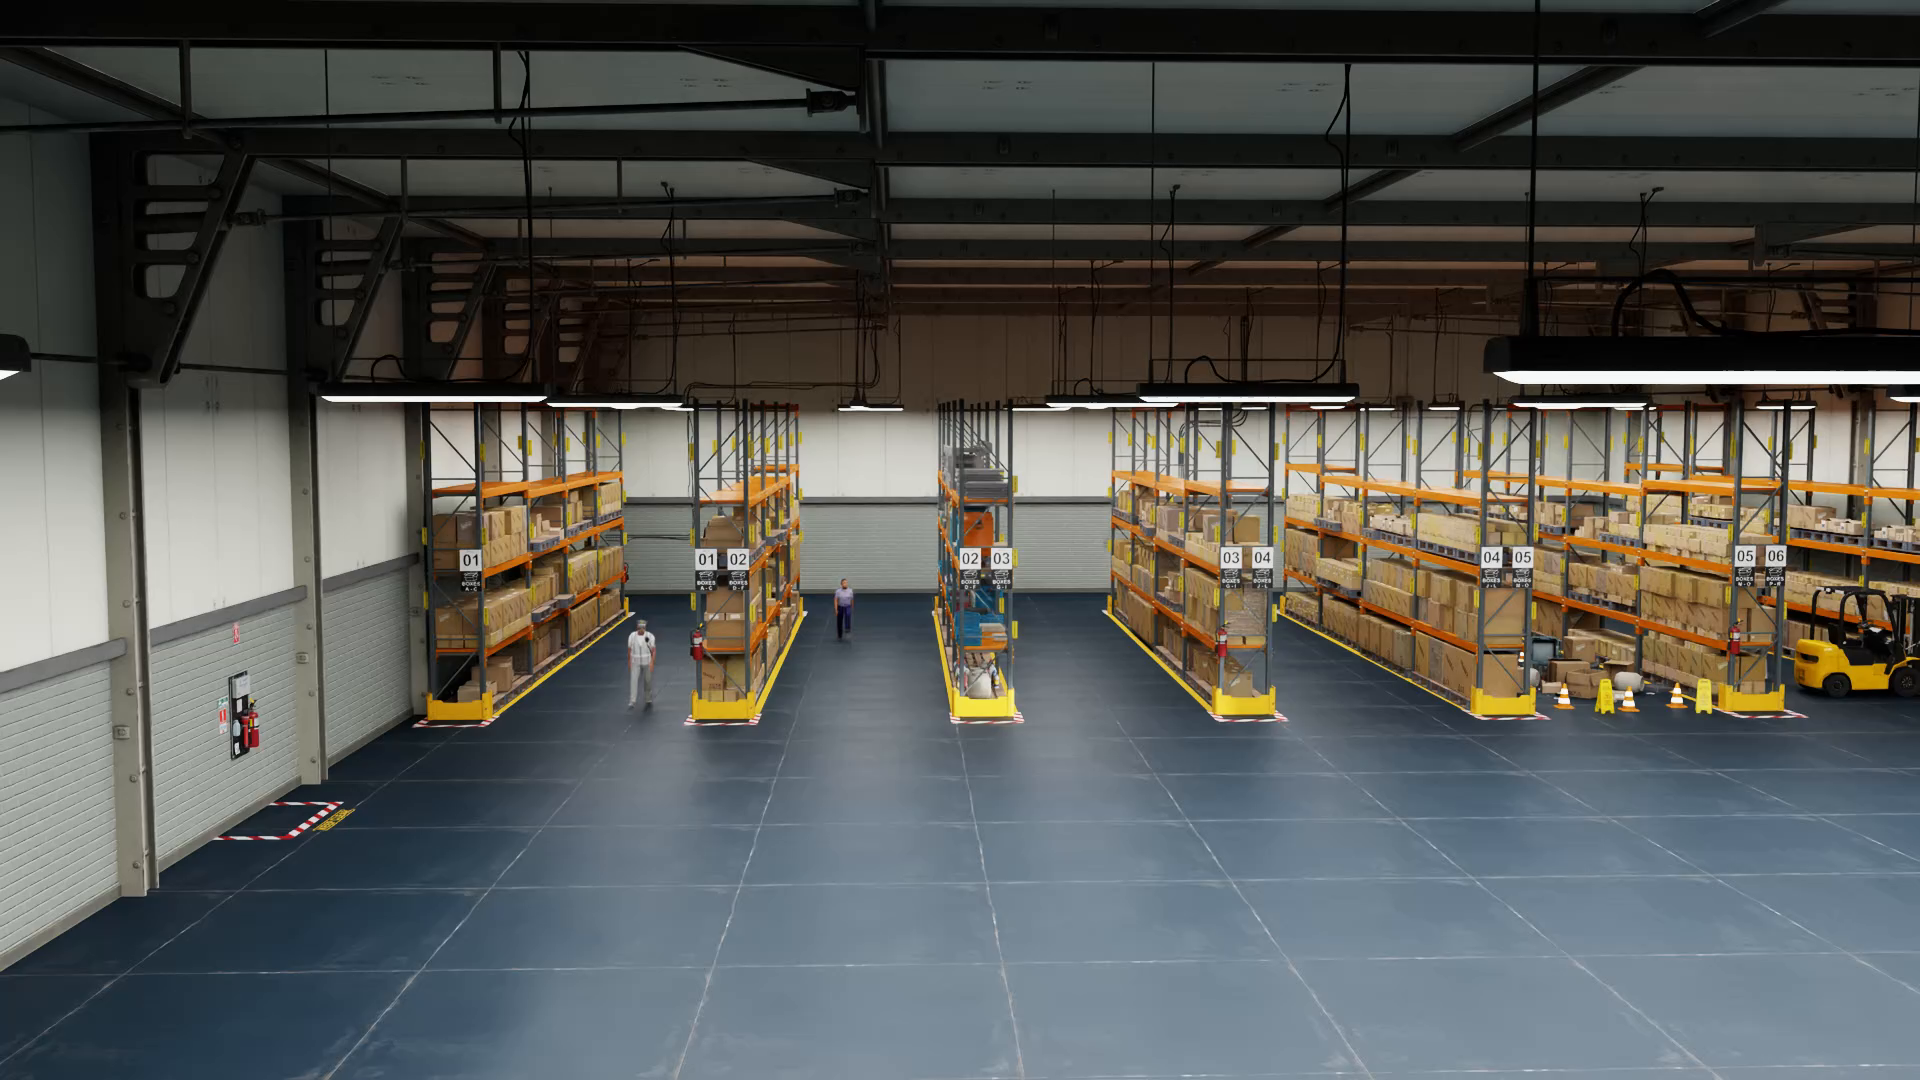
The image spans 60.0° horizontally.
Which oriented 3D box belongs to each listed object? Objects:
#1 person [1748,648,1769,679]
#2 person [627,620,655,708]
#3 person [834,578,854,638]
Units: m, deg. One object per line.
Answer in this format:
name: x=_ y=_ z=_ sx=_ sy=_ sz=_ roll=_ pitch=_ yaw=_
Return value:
person: x=17.404 y=2.203 z=36.202 sx=0.495 sy=1.560 sz=0.707 roll=0 pitch=4 yaw=-2
person: x=-6.255 y=2.407 z=32.549 sx=0.580 sy=1.713 sz=0.971 roll=-1 pitch=4 yaw=-14
person: x=-2.904 y=1.726 z=41.625 sx=0.480 sy=1.541 sz=1.043 roll=0 pitch=4 yaw=-3
